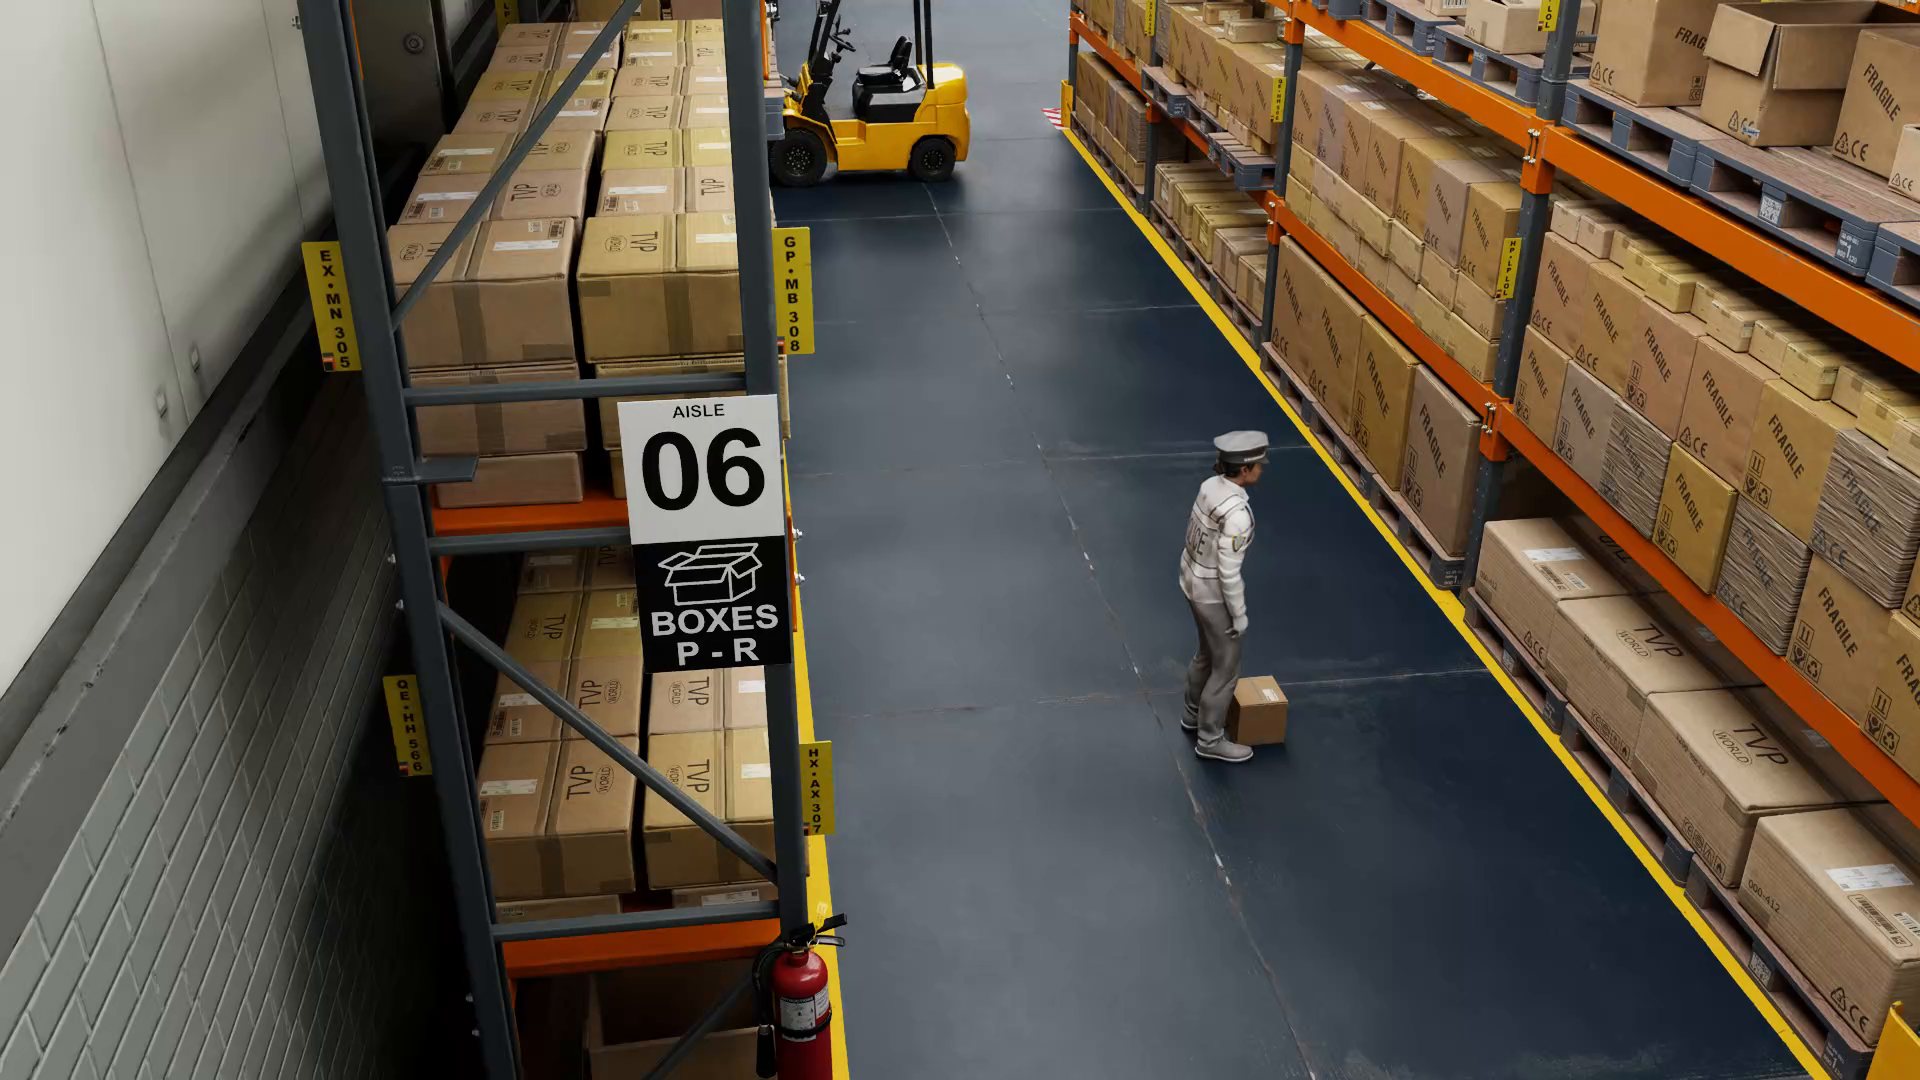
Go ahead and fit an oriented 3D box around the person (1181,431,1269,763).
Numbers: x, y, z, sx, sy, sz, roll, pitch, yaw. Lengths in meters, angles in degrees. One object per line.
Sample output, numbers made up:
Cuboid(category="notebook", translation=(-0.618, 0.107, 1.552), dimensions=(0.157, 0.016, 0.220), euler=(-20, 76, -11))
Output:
Cuboid(category="person", translation=(1.281, 0.278, 8.076), dimensions=(0.358, 1.663, 0.449), euler=(-4, 28, -7))
